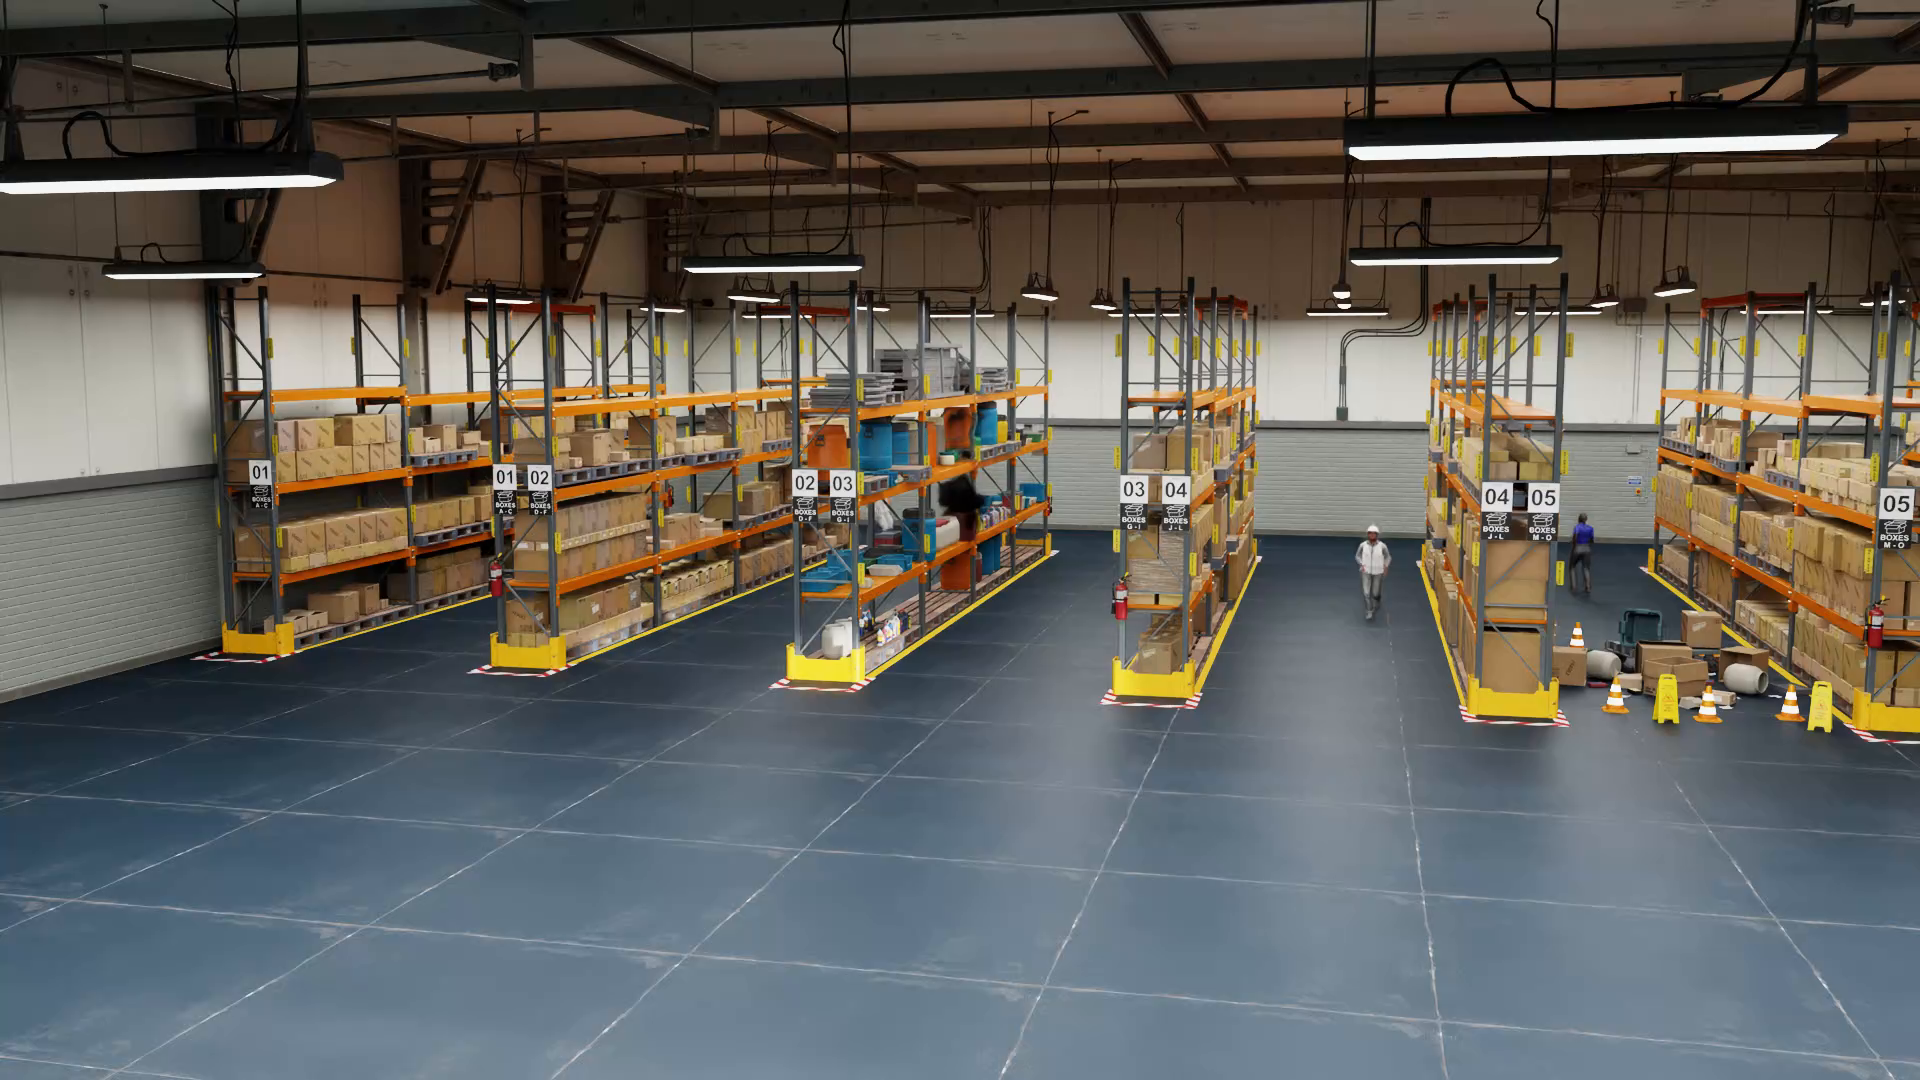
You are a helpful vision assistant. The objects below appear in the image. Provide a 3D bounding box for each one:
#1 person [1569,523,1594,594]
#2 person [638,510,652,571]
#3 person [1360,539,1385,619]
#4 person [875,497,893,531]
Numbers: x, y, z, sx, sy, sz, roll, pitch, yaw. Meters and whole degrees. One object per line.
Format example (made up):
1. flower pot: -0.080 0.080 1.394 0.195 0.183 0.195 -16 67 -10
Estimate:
1. person: 12.673 0.423 33.866 0.494 1.471 0.682 0 7 3
2. person: -7.120 -0.030 37.193 0.649 1.438 0.663 1 7 13
3. person: 7.686 0.710 31.013 0.450 1.504 0.516 2 7 19
4. person: -2.008 -0.686 42.050 0.680 1.728 0.558 -3 7 -26
